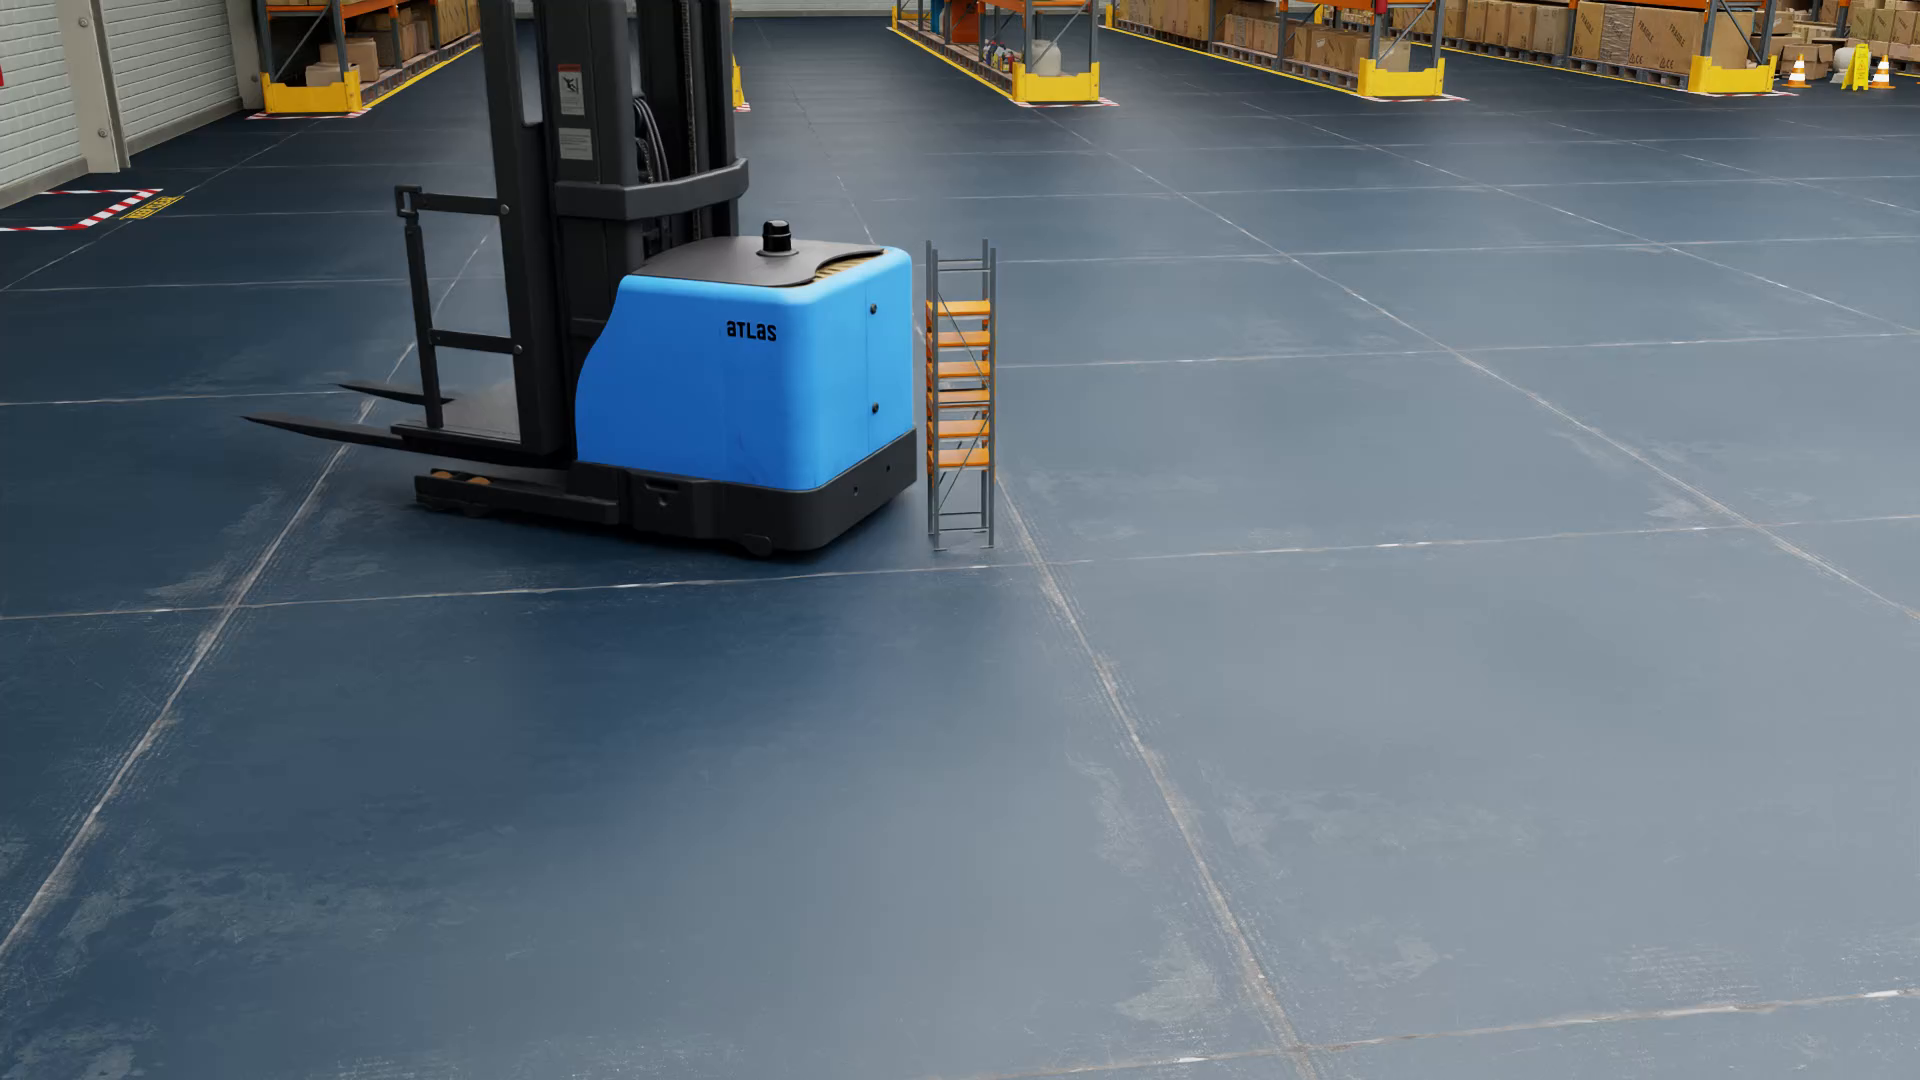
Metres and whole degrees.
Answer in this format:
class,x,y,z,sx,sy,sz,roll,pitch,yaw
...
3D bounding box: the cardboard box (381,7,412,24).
class,x,y,z,sx,sy,sz,roll,pitch,yaw
cardboard box,-9.403,-8.694,27.579,0.500,0.250,0.500,-3,21,-7

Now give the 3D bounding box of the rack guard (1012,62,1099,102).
class,x,y,z,sx,sy,sz,roll,pitch,yaw
rack guard,1.321,-6.338,22.970,1.175,0.500,0.348,-3,21,-8

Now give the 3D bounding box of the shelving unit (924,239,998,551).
class,x,y,z,sx,sy,sz,roll,pitch,yaw
shelving unit,0.002,-0.557,6.493,0.258,1.200,0.189,-3,21,-8

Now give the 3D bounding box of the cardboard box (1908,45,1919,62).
class,x,y,z,sx,sy,sz,roll,pitch,yaw
cardboard box,15.556,-7.770,26.562,0.500,0.250,0.500,-4,21,-10

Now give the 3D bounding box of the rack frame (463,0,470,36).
class,x,y,z,sx,sy,sz,roll,pitch,yaw
rack frame,-10.155,-11.140,32.255,1.000,3.000,0.127,-3,21,-8

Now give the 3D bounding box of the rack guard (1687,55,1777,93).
class,x,y,z,sx,sy,sz,roll,pitch,yaw
rack guard,11.206,-6.770,24.129,1.175,0.500,0.348,-3,21,-8

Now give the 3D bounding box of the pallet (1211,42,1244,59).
class,x,y,z,sx,sy,sz,roll,pitch,yaw
pallet,5.238,-8.928,30.317,1.003,0.211,1.213,-3,21,-8

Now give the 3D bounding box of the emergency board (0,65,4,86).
class,x,y,z,sx,sy,sz,roll,pitch,yaw
emergency board,-8.198,-4.250,13.809,0.192,1.158,0.636,-3,21,-8

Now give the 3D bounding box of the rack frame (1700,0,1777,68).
class,x,y,z,sx,sy,sz,roll,pitch,yaw
rack frame,11.202,-7.950,23.714,1.000,3.000,0.127,-3,21,-8

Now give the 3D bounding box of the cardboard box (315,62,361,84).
class,x,y,z,sx,sy,sz,roll,pitch,yaw
cardboard box,-8.518,-6.373,22.707,0.500,0.311,0.500,-1,21,-3

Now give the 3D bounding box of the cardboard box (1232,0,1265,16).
class,x,y,z,sx,sy,sz,roll,pitch,yaw
cardboard box,5.253,-9.660,30.166,0.500,0.250,0.500,-2,21,-6

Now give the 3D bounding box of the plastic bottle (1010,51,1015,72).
class,x,y,z,sx,sy,sz,roll,pitch,yaw
plastic bottle,0.776,-7.126,24.763,0.061,0.283,0.133,-3,21,-8

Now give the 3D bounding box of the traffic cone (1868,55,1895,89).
class,x,y,z,sx,sy,sz,roll,pitch,yaw
traffic cone,13.698,-6.956,24.679,0.336,0.463,0.334,-3,21,-8

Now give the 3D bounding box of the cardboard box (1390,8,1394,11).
class,x,y,z,sx,sy,sz,roll,pitch,yaw
cardboard box,9.164,-11.355,35.454,0.380,0.149,0.250,-2,21,-6

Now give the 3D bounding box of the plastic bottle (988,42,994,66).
class,x,y,z,sx,sy,sz,roll,pitch,yaw
plastic bottle,0.508,-7.535,25.759,0.144,0.351,0.185,-2,21,-6

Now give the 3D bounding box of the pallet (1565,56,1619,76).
class,x,y,z,sx,sy,sz,roll,pitch,yaw
pallet,10.658,-7.761,27.194,1.003,0.211,1.213,-3,21,-8

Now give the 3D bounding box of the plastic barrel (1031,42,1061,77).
class,x,y,z,sx,sy,sz,roll,pitch,yaw
plastic barrel,1.208,-6.740,23.431,0.421,0.512,0.421,0,20,0

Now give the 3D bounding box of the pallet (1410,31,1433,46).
class,x,y,z,sx,sy,sz,roll,pitch,yaw
pallet,9.765,-10.105,33.471,1.003,0.211,1.213,-3,21,-8

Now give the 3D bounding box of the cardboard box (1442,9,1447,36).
class,x,y,z,sx,sy,sz,roll,pitch,yaw
cardboard box,9.624,-10.140,32.550,0.500,0.500,0.500,-2,21,-6

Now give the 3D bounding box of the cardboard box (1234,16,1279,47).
class,x,y,z,sx,sy,sz,roll,pitch,yaw
cardboard box,5.335,-9.117,29.783,0.700,0.500,0.500,-5,21,-12

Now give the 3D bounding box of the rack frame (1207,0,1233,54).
class,x,y,z,sx,sy,sz,roll,pitch,yaw
rack frame,5.126,-10.504,30.554,1.000,3.000,0.127,-3,21,-8

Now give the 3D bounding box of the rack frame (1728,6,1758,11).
class,x,y,z,sx,sy,sz,roll,pitch,yaw
rack frame,14.933,-11.004,31.892,1.000,3.000,0.127,-3,21,-8

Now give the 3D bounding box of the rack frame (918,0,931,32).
class,x,y,z,sx,sy,sz,roll,pitch,yaw
rack frame,-0.351,-11.640,33.593,1.000,3.000,0.127,-3,21,-8

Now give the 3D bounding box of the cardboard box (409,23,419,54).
class,x,y,z,sx,sy,sz,roll,pitch,yaw
cardboard box,-9.464,-8.359,27.754,0.700,0.500,0.500,-3,21,-8

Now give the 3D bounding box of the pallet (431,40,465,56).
class,x,y,z,sx,sy,sz,roll,pitch,yaw
pallet,-9.790,-9.147,30.905,1.003,0.211,1.213,-3,21,-8

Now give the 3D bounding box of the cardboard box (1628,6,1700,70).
class,x,y,z,sx,sy,sz,roll,pitch,yaw
cardboard box,10.910,-7.687,25.447,0.875,0.875,0.875,-3,21,-9

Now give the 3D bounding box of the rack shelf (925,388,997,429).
class,x,y,z,sx,sy,sz,roll,pitch,yaw
rack shelf,0.002,-0.515,6.508,0.258,0.103,0.180,-3,21,-8

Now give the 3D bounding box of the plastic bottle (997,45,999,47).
class,x,y,z,sx,sy,sz,roll,pitch,yaw
plastic bottle,0.593,-7.566,25.940,0.061,0.283,0.133,-3,21,-8

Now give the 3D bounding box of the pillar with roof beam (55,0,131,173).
class,x,y,z,sx,sy,sz,roll,pitch,yaw
pillar with roof beam,-4.257,-8.134,15.633,9.100,9.000,0.400,-3,21,-8

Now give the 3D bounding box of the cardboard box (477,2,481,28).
class,x,y,z,sx,sy,sz,roll,pitch,yaw
cardboard box,-10.386,-10.966,34.762,0.700,0.500,0.500,-4,21,-10

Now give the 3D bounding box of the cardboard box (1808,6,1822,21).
class,x,y,z,sx,sy,sz,roll,pitch,yaw
cardboard box,19.406,-11.819,37.315,0.500,0.311,0.500,-2,21,-6

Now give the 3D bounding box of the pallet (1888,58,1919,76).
class,x,y,z,sx,sy,sz,roll,pitch,yaw
pallet,15.820,-7.659,26.921,1.003,0.211,1.213,-3,21,-8

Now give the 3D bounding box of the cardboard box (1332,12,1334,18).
class,x,y,z,sx,sy,sz,roll,pitch,yaw
cardboard box,8.773,-12.067,38.211,0.380,0.149,0.250,-3,21,-8

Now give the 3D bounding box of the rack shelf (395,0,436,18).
class,x,y,z,sx,sy,sz,roll,pitch,yaw
rack shelf,-9.290,-8.726,26.819,1.077,0.370,4.000,-3,21,-8

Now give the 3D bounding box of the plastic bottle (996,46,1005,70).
class,x,y,z,sx,sy,sz,roll,pitch,yaw
plastic bottle,0.623,-7.258,25.018,0.144,0.351,0.185,-2,21,-6

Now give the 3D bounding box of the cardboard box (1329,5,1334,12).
class,x,y,z,sx,sy,sz,roll,pitch,yaw
cardboard box,8.701,-12.198,38.138,0.380,0.149,0.250,-3,21,-8

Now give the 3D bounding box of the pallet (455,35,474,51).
class,x,y,z,sx,sy,sz,roll,pitch,yaw
pallet,-9.969,-9.570,32.038,1.003,0.211,1.213,-3,21,-8

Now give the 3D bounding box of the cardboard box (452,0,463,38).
class,x,y,z,sx,sy,sz,roll,pitch,yaw
cardboard box,-9.802,-9.803,31.149,0.750,0.750,0.750,-2,21,-6

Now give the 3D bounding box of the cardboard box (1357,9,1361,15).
class,x,y,z,sx,sy,sz,roll,pitch,yaw
cardboard box,8.991,-11.656,36.686,0.380,0.149,0.250,-4,21,-10

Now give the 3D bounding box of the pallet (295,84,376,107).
class,x,y,z,sx,sy,sz,roll,pitch,yaw
pallet,-8.518,-5.988,22.447,1.003,0.211,1.213,-3,21,-8

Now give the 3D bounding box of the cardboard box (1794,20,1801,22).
class,x,y,z,sx,sy,sz,roll,pitch,yaw
cardboard box,15.119,-9.519,31.070,0.950,0.372,0.625,-3,21,-9

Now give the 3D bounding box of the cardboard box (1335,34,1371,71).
class,x,y,z,sx,sy,sz,roll,pitch,yaw
cardboard box,6.015,-7.400,25.215,0.500,0.500,0.500,-1,21,-3

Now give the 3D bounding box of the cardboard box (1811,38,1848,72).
class,x,y,z,sx,sy,sz,roll,pitch,yaw
cardboard box,14.318,-8.010,27.444,0.500,0.500,0.500,12,24,29

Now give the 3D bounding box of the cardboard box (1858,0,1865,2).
class,x,y,z,sx,sy,sz,roll,pitch,yaw
cardboard box,19.273,-11.470,35.184,0.380,0.149,0.250,-3,21,-8

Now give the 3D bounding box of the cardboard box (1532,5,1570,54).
class,x,y,z,sx,sy,sz,roll,pitch,yaw
cardboard box,10.447,-8.688,28.305,1.050,0.750,0.750,-3,21,-8

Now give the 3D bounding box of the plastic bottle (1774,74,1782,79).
class,x,y,z,sx,sy,sz,roll,pitch,yaw
plastic bottle,12.780,-7.302,26.180,0.133,0.061,0.283,-11,23,-26

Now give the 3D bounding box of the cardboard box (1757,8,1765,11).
class,x,y,z,sx,sy,sz,roll,pitch,yaw
cardboard box,18.747,-12.349,38.465,0.500,0.500,0.500,-3,21,-7

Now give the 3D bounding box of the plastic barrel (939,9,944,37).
class,x,y,z,sx,sy,sz,roll,pitch,yaw
plastic barrel,-0.195,-10.036,32.256,0.421,0.512,0.421,0,20,0

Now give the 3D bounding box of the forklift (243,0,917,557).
class,x,y,z,sx,sy,sz,roll,pitch,yaw
forklift,-1.752,-1.628,6.886,3.031,2.935,1.130,8,22,22

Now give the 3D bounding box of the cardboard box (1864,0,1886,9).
class,x,y,z,sx,sy,sz,roll,pitch,yaw
cardboard box,15.286,-8.919,27.640,0.380,0.149,0.250,-3,21,-7

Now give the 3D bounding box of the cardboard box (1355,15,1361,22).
class,x,y,z,sx,sy,sz,roll,pitch,yaw
cardboard box,8.959,-11.536,36.791,0.380,0.149,0.250,-3,21,-7

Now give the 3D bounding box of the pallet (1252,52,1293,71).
class,x,y,z,sx,sy,sz,roll,pitch,yaw
pallet,5.589,-8.083,28.055,1.003,0.211,1.213,-3,21,-8

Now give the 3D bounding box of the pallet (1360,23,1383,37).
class,x,y,z,sx,sy,sz,roll,pitch,yaw
pallet,9.341,-11.029,35.944,1.003,0.211,1.213,-3,21,-8

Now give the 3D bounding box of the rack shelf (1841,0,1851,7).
class,x,y,z,sx,sy,sz,roll,pitch,yaw
rack shelf,15.798,-8.590,26.456,1.077,0.370,4.000,-3,21,-8

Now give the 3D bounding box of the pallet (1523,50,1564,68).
class,x,y,z,sx,sy,sz,roll,pitch,yaw
pallet,10.440,-8.292,28.615,1.003,0.211,1.213,-3,21,-8

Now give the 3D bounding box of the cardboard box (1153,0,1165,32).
class,x,y,z,sx,sy,sz,roll,pitch,yaw
cardboard box,4.662,-10.870,33.970,1.225,0.875,0.875,-3,21,-8
